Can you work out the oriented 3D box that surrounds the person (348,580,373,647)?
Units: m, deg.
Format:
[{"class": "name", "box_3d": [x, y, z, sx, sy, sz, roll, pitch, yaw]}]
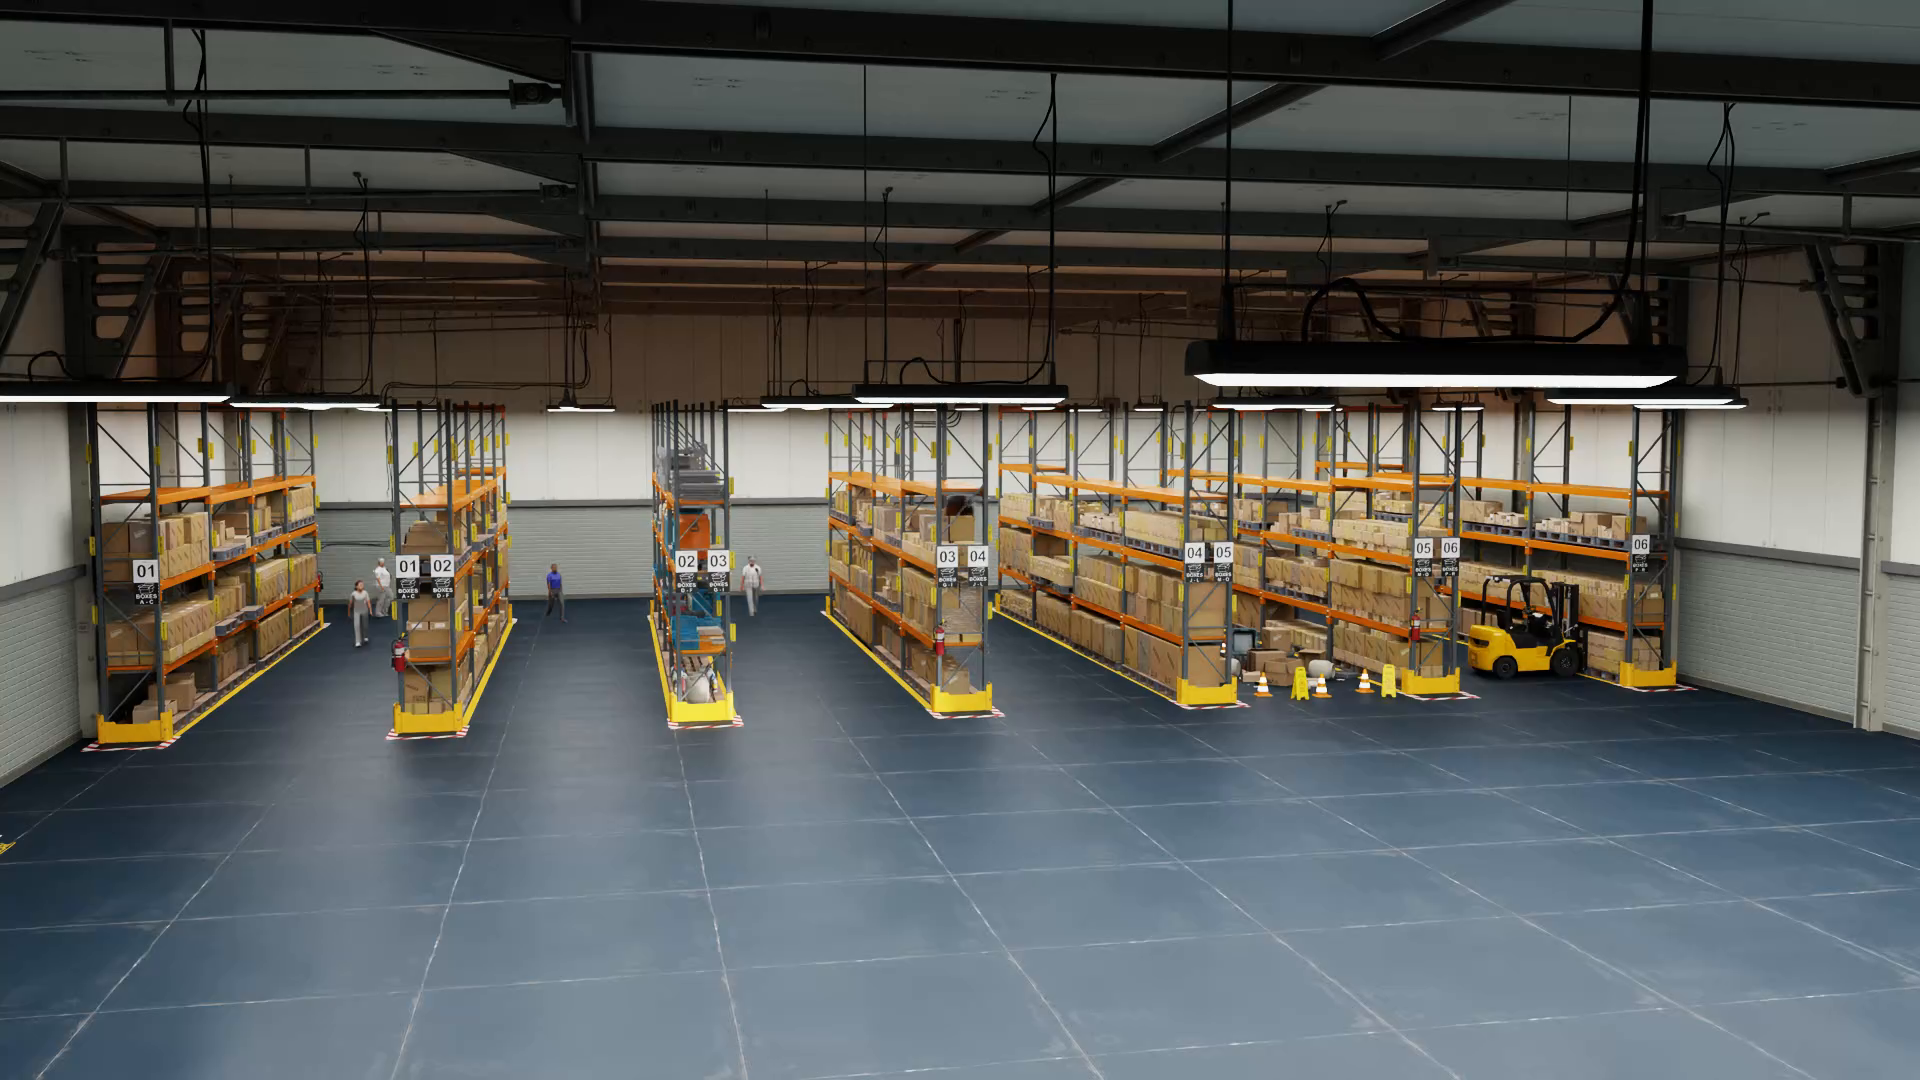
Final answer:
[{"class": "person", "box_3d": [-14.873, 1.809, 41.227, 0.597, 1.621, 1.064, -1, 4, -16]}]

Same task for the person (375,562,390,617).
[{"class": "person", "box_3d": [-16.326, 1.364, 46.988, 0.416, 1.672, 0.504, 0, 4, -3]}]

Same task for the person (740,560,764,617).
[{"class": "person", "box_3d": [-5.915, 1.322, 47.313, 0.627, 1.677, 1.086, -1, 4, -15]}]

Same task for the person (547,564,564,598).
[{"class": "person", "box_3d": [-11.142, 1.155, 45.882, 0.484, 1.000, 0.454, -3, 5, -30]}]
